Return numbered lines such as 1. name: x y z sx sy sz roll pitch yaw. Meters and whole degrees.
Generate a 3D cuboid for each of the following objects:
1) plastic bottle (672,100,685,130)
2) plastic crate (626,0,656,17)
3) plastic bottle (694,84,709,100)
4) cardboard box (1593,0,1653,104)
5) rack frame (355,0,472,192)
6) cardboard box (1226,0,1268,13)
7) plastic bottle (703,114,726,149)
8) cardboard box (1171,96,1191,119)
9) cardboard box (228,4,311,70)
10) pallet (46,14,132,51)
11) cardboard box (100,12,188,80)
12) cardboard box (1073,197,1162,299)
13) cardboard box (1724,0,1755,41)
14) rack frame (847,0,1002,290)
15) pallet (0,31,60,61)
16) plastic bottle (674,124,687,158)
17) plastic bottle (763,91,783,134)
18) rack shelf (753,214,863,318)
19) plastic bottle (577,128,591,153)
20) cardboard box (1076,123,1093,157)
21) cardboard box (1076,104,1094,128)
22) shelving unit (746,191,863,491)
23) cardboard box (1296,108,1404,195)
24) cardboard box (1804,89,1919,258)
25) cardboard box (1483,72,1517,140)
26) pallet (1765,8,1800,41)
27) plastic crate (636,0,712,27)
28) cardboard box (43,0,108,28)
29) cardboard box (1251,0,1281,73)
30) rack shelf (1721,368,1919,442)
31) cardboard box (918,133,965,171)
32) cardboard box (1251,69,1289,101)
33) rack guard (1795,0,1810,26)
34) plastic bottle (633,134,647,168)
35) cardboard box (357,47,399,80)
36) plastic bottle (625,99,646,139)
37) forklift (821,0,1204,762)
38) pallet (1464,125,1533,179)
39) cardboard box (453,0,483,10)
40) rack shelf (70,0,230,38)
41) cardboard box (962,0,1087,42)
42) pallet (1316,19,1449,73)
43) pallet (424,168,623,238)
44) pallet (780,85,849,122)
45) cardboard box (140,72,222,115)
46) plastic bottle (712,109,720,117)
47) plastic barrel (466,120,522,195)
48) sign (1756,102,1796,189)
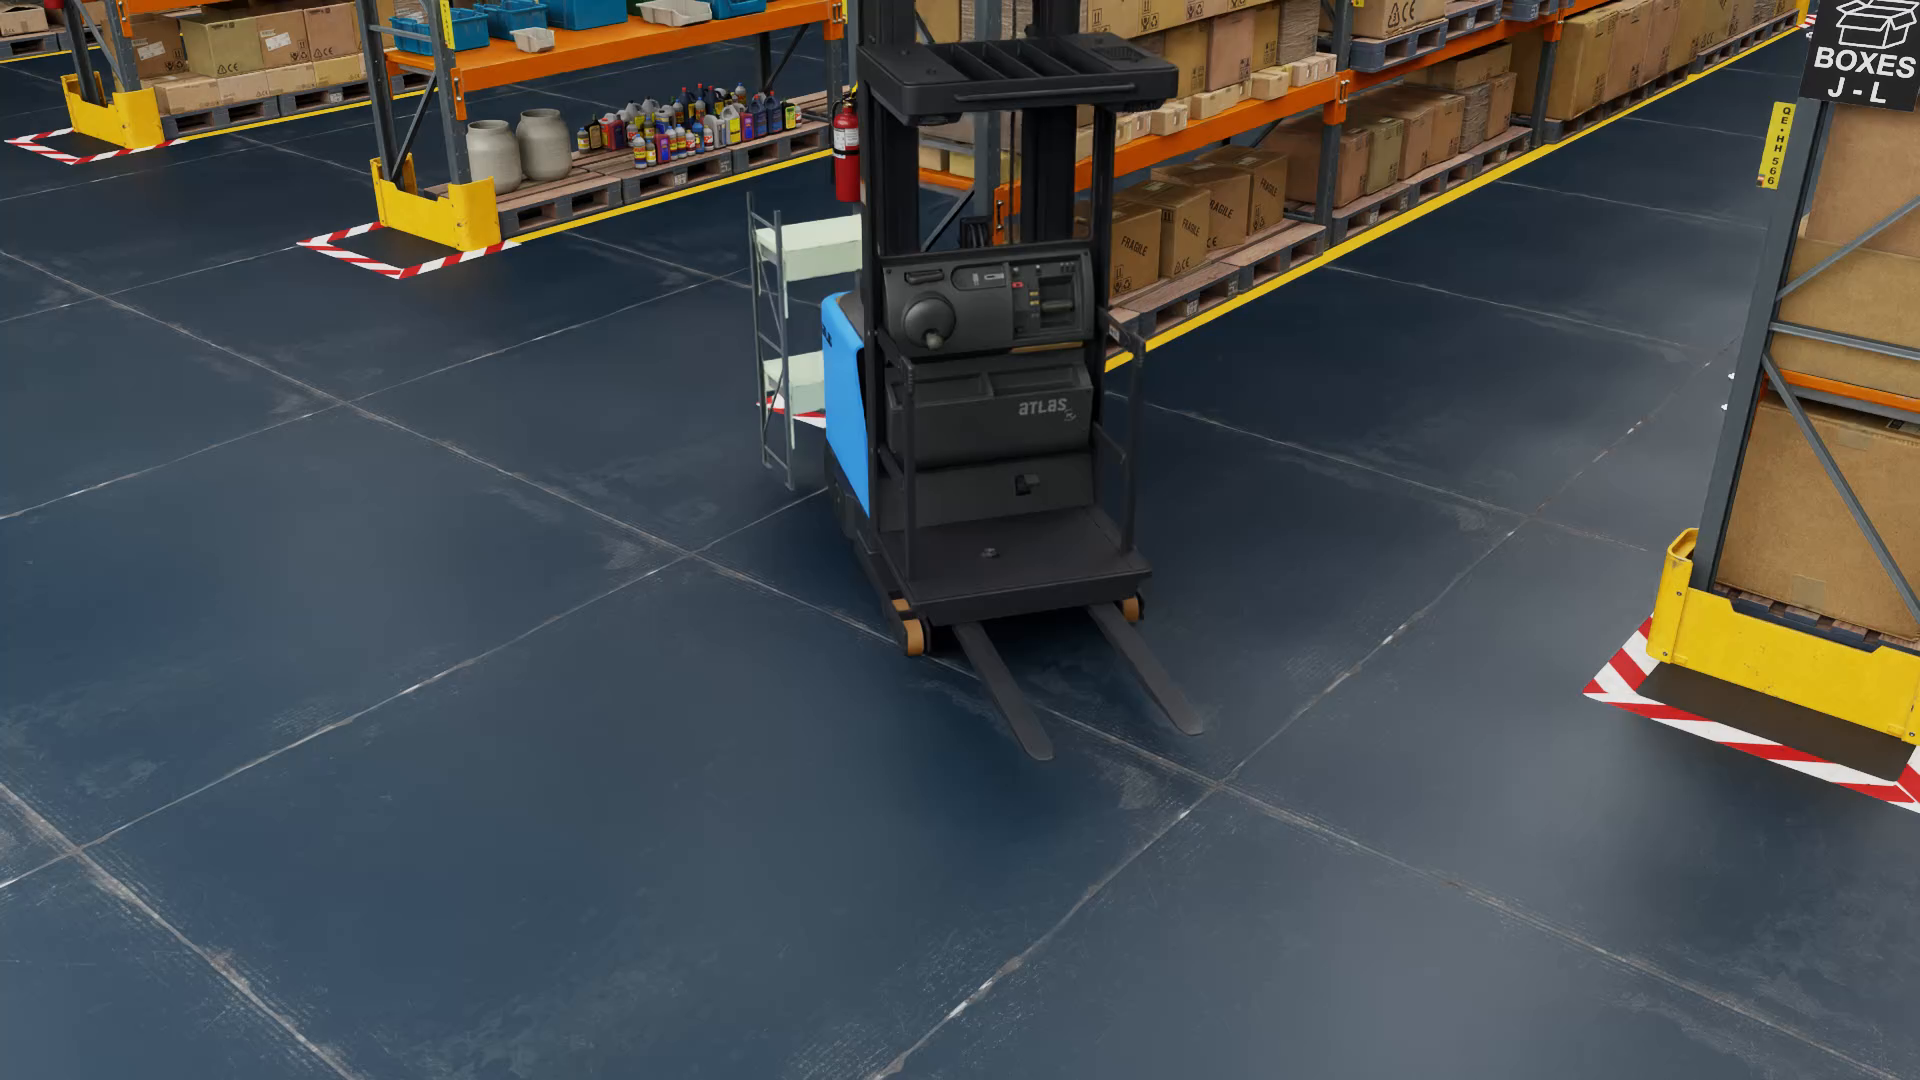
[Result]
1. plastic bottle: -2.500 -3.771 14.765 0.097 0.271 0.097 0 27 0
2. plastic crate: -2.563 -4.589 14.087 0.450 0.188 0.662 21 34 34
3. plastic bottle: -2.315 -3.936 14.998 0.144 0.351 0.185 22 34 36
4. cardboard box: 5.913 -4.848 16.212 1.225 0.875 0.875 21 34 35
5. rack frame: -4.026 -3.664 12.068 1.000 3.000 0.127 21 34 34
6. cardboard box: 1.631 -3.660 10.540 0.500 0.500 0.500 21 34 34
7. plastic bottle: -2.103 -3.516 14.268 0.152 0.276 0.135 21 34 35
8. cardboard box: 1.247 -2.767 10.607 0.380 0.149 0.250 21 34 34
9. cardboard box: -6.708 -4.895 16.167 0.500 0.500 0.500 21 34 34
10. pallet: -10.302 -6.056 19.727 1.003 0.211 1.213 21 34 34
11. cardboard box: -7.734 -4.688 15.767 0.500 0.500 0.500 21 34 34
12. cardboard box: 0.973 -1.947 11.013 0.500 0.500 0.500 25 36 39
13. cardboard box: 8.483 -6.243 18.909 0.875 0.875 0.875 21 34 34
14. rack frame: -0.204 -2.216 9.269 1.000 3.000 0.127 21 34 34
15. pallet: -11.078 -5.625 18.894 1.003 0.211 1.213 21 34 34
16. plastic bottle: -2.350 -3.356 13.963 0.097 0.271 0.097 0 27 0
17. plastic bottle: -1.669 -3.788 14.712 0.144 0.351 0.185 20 33 33
18. rack shelf: -0.650 -1.433 8.539 0.720 0.370 0.431 -14 30 -25
19. plastic bottle: -3.196 -3.396 14.116 0.097 0.201 0.097 0 27 0
20. cardboard box: 0.649 -2.398 9.894 0.380 0.149 0.250 21 34 34
21. cardboard box: 0.393 -2.792 9.950 0.875 0.500 0.500 21 34 34
22. shelving unit: -0.650 -1.087 8.718 0.755 1.500 0.431 -14 30 -25
23. cardboard box: 3.066 -3.095 13.209 0.700 0.500 0.500 21 34 34
24. cardboard box: 3.825 -1.397 6.348 0.875 0.550 0.550 21 34 34
25. cardboard box: 4.474 -3.894 14.755 0.700 0.500 0.500 19 33 32
26. pallet: 9.525 -6.344 20.284 1.003 0.211 1.213 21 34 34
27. plastic crate: -2.319 -4.315 13.614 0.530 0.136 0.437 21 34 34
28. cardboard box: -10.293 -6.311 19.426 0.700 0.500 0.500 18 33 31
29. cardboard box: 1.661 -3.502 11.323 0.875 0.500 0.500 21 34 34
30. rack shelf: 4.831 -1.120 7.934 1.077 0.370 4.000 21 34 34
31. cardboard box: -0.182 -2.266 9.639 0.380 0.149 0.250 21 34 34
32. cardboard box: 1.986 -3.083 11.217 0.380 0.149 0.250 21 34 34
33. rack guard: 9.989 -6.787 20.826 1.175 0.500 0.348 21 34 34
34. plastic bottle: -2.632 -3.199 13.660 0.097 0.271 0.097 0 27 0
35. cardboard box: -6.060 -4.912 17.016 0.500 0.250 0.500 21 34 34
36. plastic bottle: -2.824 -3.652 14.450 0.144 0.351 0.185 22 35 36
37. forklift: 0.191 -0.993 6.981 1.130 2.935 3.031 -8 28 -14
38. pallet: 4.387 -3.537 14.858 1.003 0.211 1.213 21 34 34
39. cardboard box: -5.265 -5.973 18.456 0.500 0.311 0.500 21 34 34
40. rack shelf: -6.573 -5.502 16.405 1.077 0.370 4.000 21 34 34
41. cardboard box: 0.356 -2.952 9.171 0.500 0.500 0.500 21 34 34
42. pallet: 2.939 -3.778 12.497 1.003 0.211 1.213 21 34 34
43. pallet: -3.493 -2.752 13.341 1.003 0.211 1.213 21 34 34
44. pallet: -1.012 -4.133 16.010 1.003 0.211 1.213 21 34 34
45. cardboard box: -7.333 -4.203 15.646 0.500 0.250 0.500 21 34 34
46. plastic bottle: -2.092 -3.597 14.415 0.061 0.283 0.133 21 34 34
47. plastic barrel: -3.666 -3.001 13.037 0.421 0.512 0.421 0 27 0
48. sign: 3.149 -1.514 6.394 0.100 0.325 0.005 21 34 34
